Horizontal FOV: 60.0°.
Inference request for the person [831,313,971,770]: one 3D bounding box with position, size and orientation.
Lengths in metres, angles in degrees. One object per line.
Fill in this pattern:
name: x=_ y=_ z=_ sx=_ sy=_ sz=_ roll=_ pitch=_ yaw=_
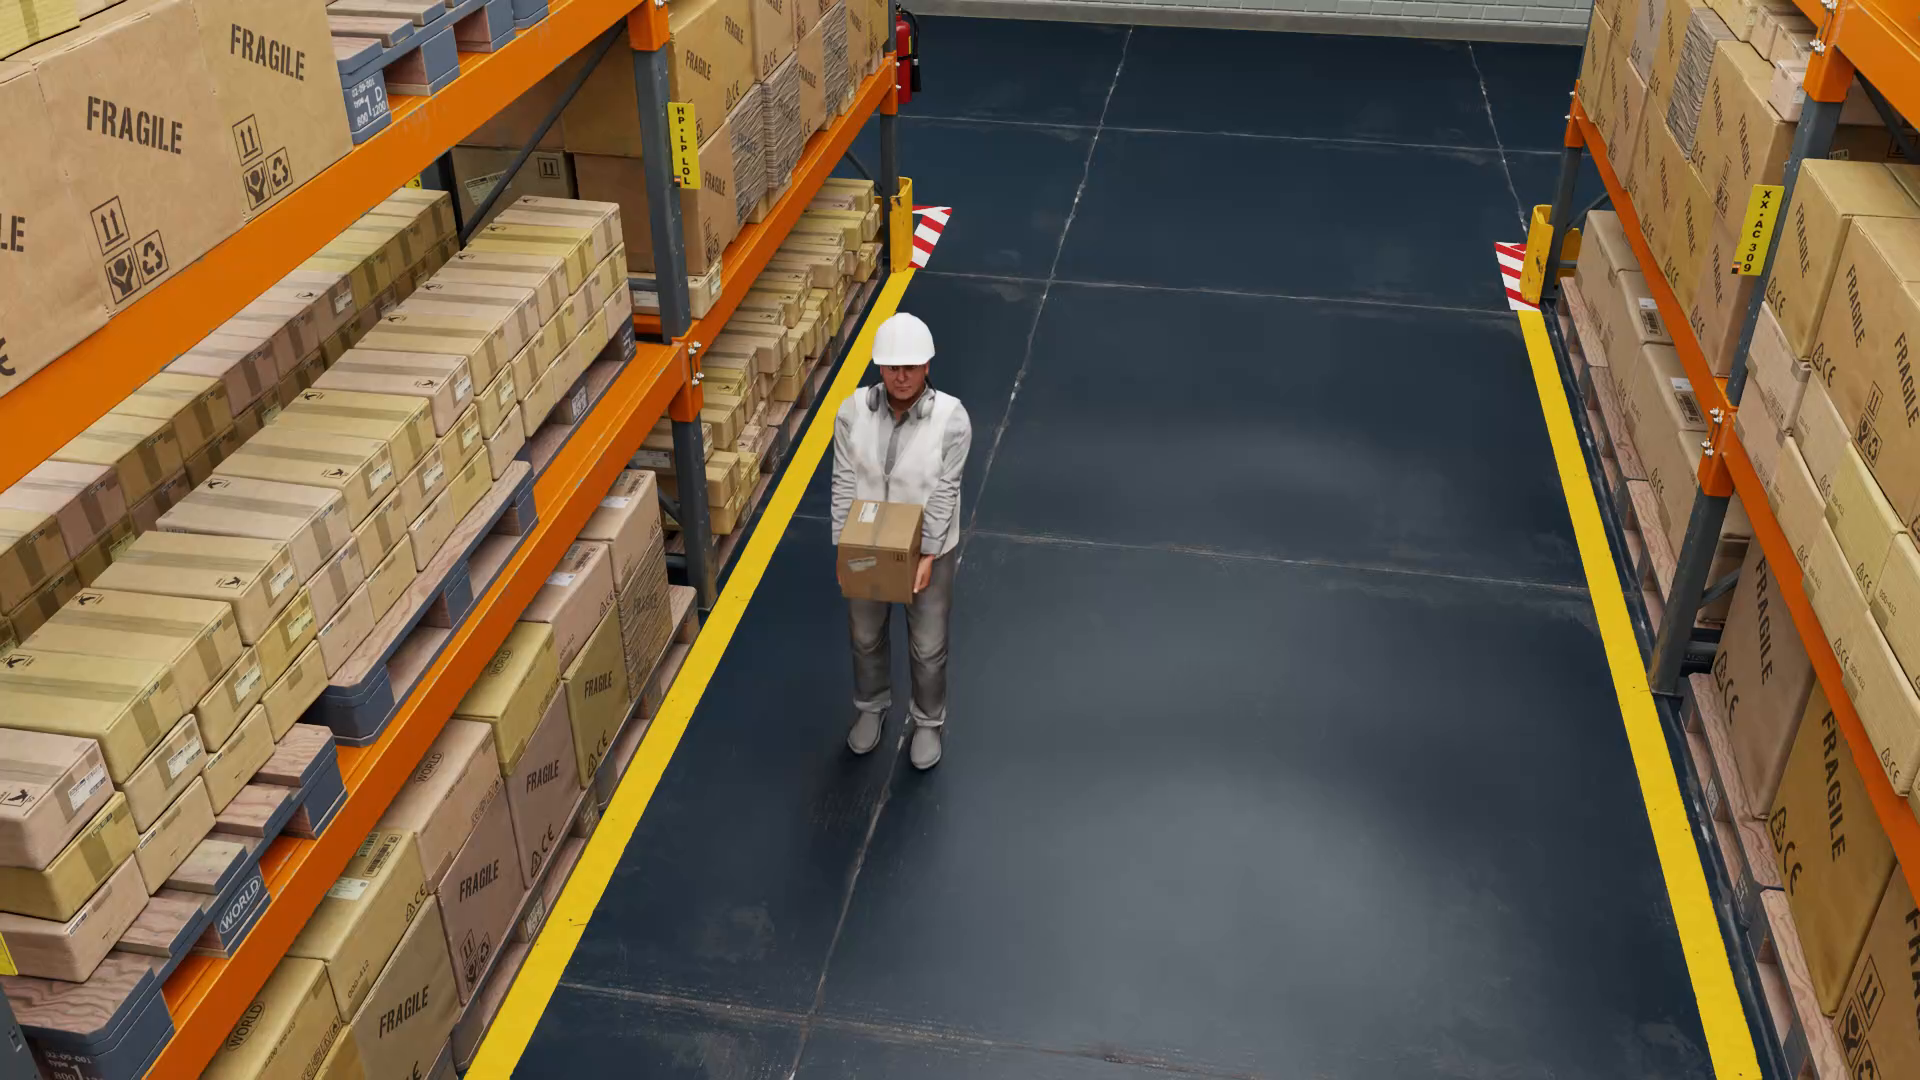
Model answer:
person: x=-0.221 y=0.054 z=6.032 sx=0.495 sy=1.770 sz=0.547 roll=5 pitch=33 yaw=9
